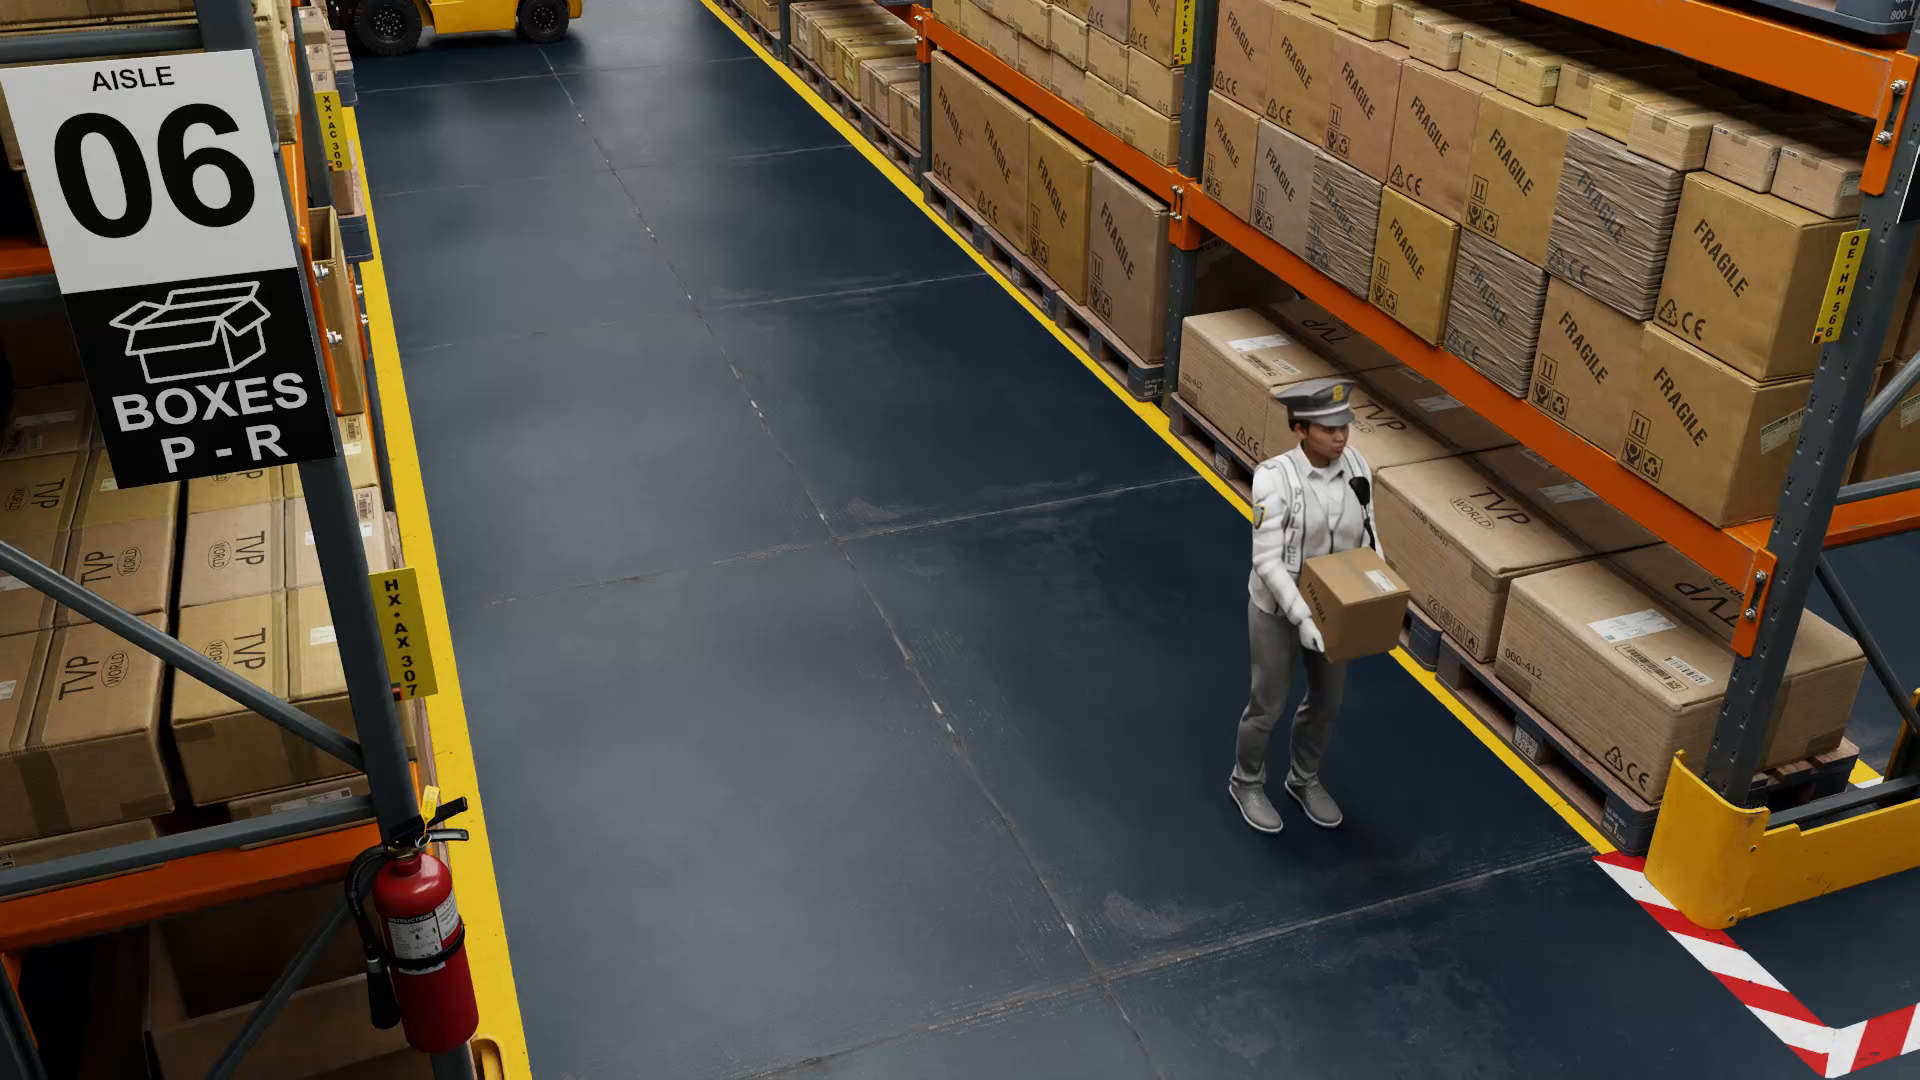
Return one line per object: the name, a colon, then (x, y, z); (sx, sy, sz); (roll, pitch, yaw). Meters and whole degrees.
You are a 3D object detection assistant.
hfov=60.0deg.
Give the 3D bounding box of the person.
person: (1.201, 0.252, 5.667); (0.460, 1.687, 0.556); (-11, 32, -19)
